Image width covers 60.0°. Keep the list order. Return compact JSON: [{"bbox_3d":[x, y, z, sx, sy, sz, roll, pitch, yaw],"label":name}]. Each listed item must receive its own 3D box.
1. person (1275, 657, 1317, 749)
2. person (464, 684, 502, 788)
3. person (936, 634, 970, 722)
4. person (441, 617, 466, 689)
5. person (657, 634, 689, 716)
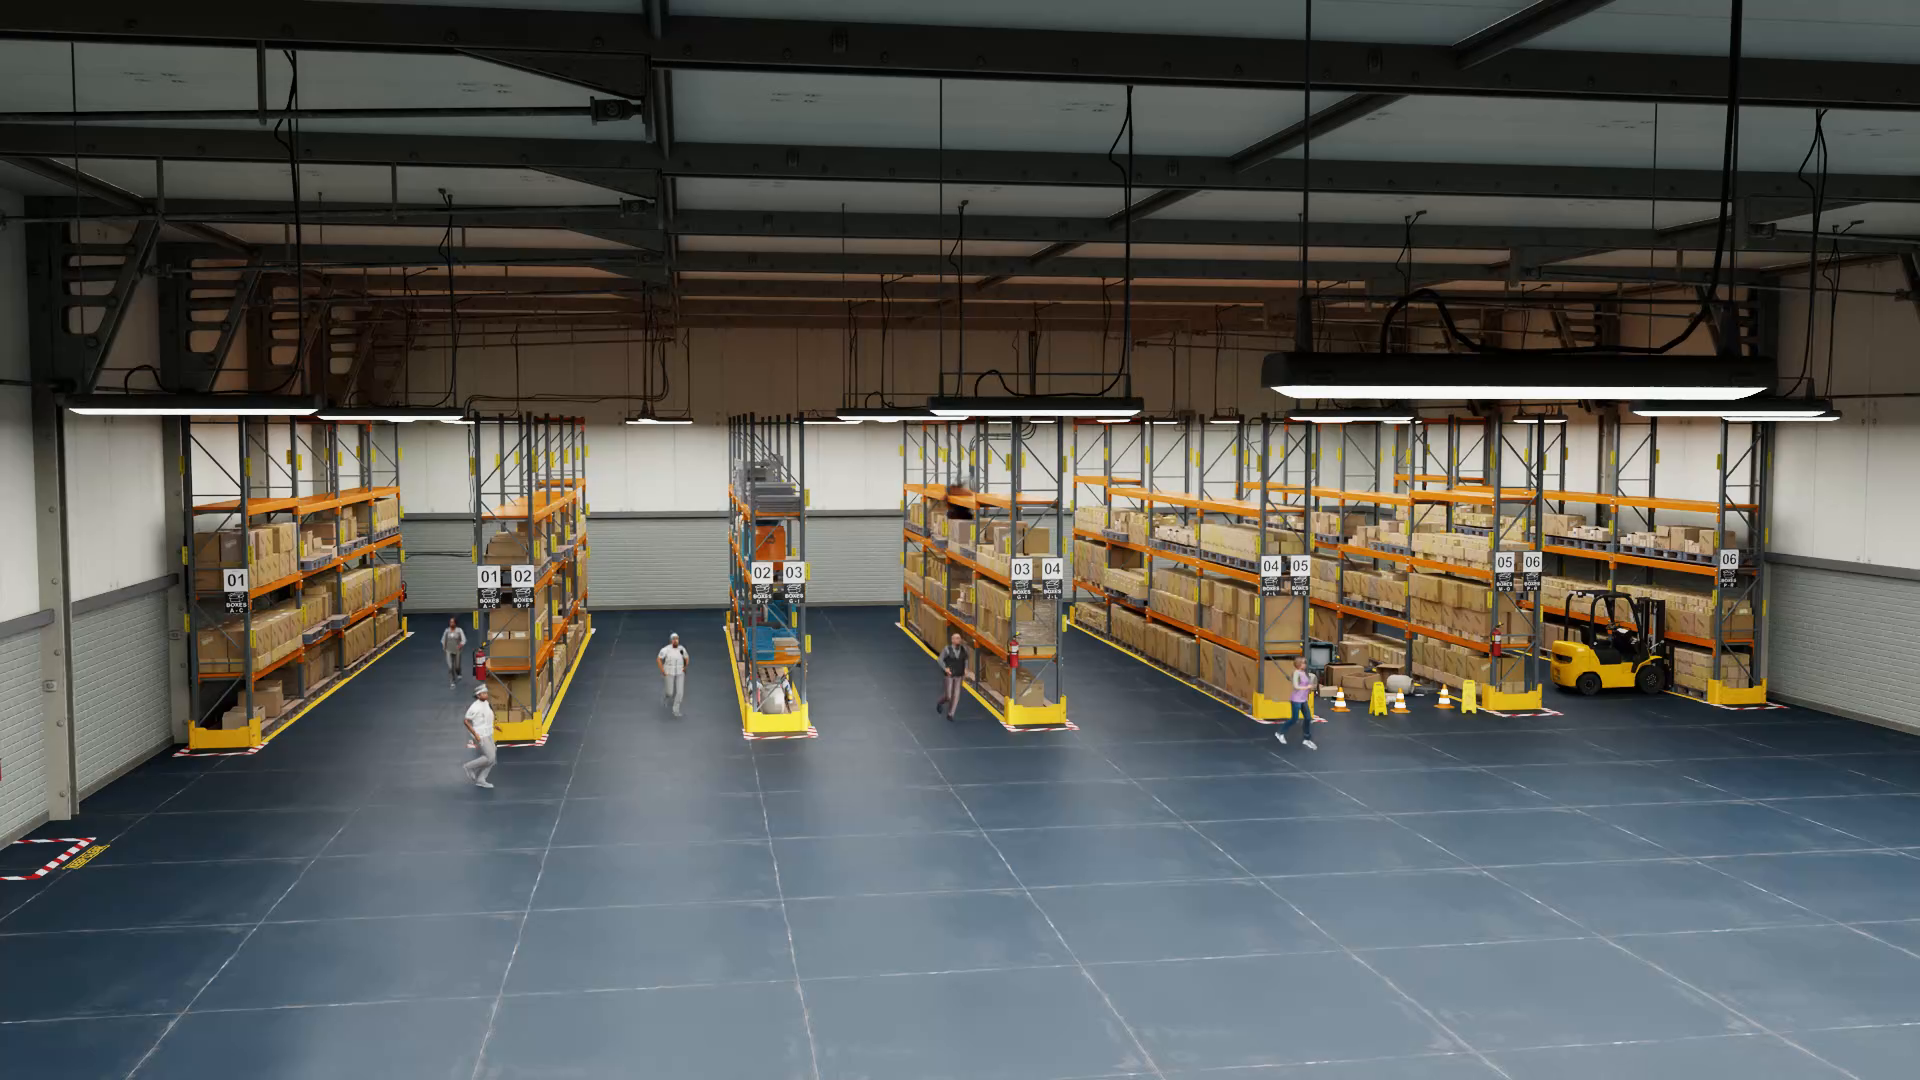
[{"bbox_3d":[6.011,2.897,29.691,0.771,1.631,0.575,3,5,34],"label":"person"},{"bbox_3d":[-7.578,3.111,26.427,0.555,1.655,0.582,1,4,11],"label":"person"},{"bbox_3d":[-0.111,2.684,32.605,0.689,1.709,0.655,-1,4,-21],"label":"person"},{"bbox_3d":[-11.108,2.469,36.456,0.535,1.548,0.559,-1,4,-8],"label":"person"},{"bbox_3d":[-5.693,2.674,33.096,0.645,1.632,0.549,-2,4,-21],"label":"person"}]
